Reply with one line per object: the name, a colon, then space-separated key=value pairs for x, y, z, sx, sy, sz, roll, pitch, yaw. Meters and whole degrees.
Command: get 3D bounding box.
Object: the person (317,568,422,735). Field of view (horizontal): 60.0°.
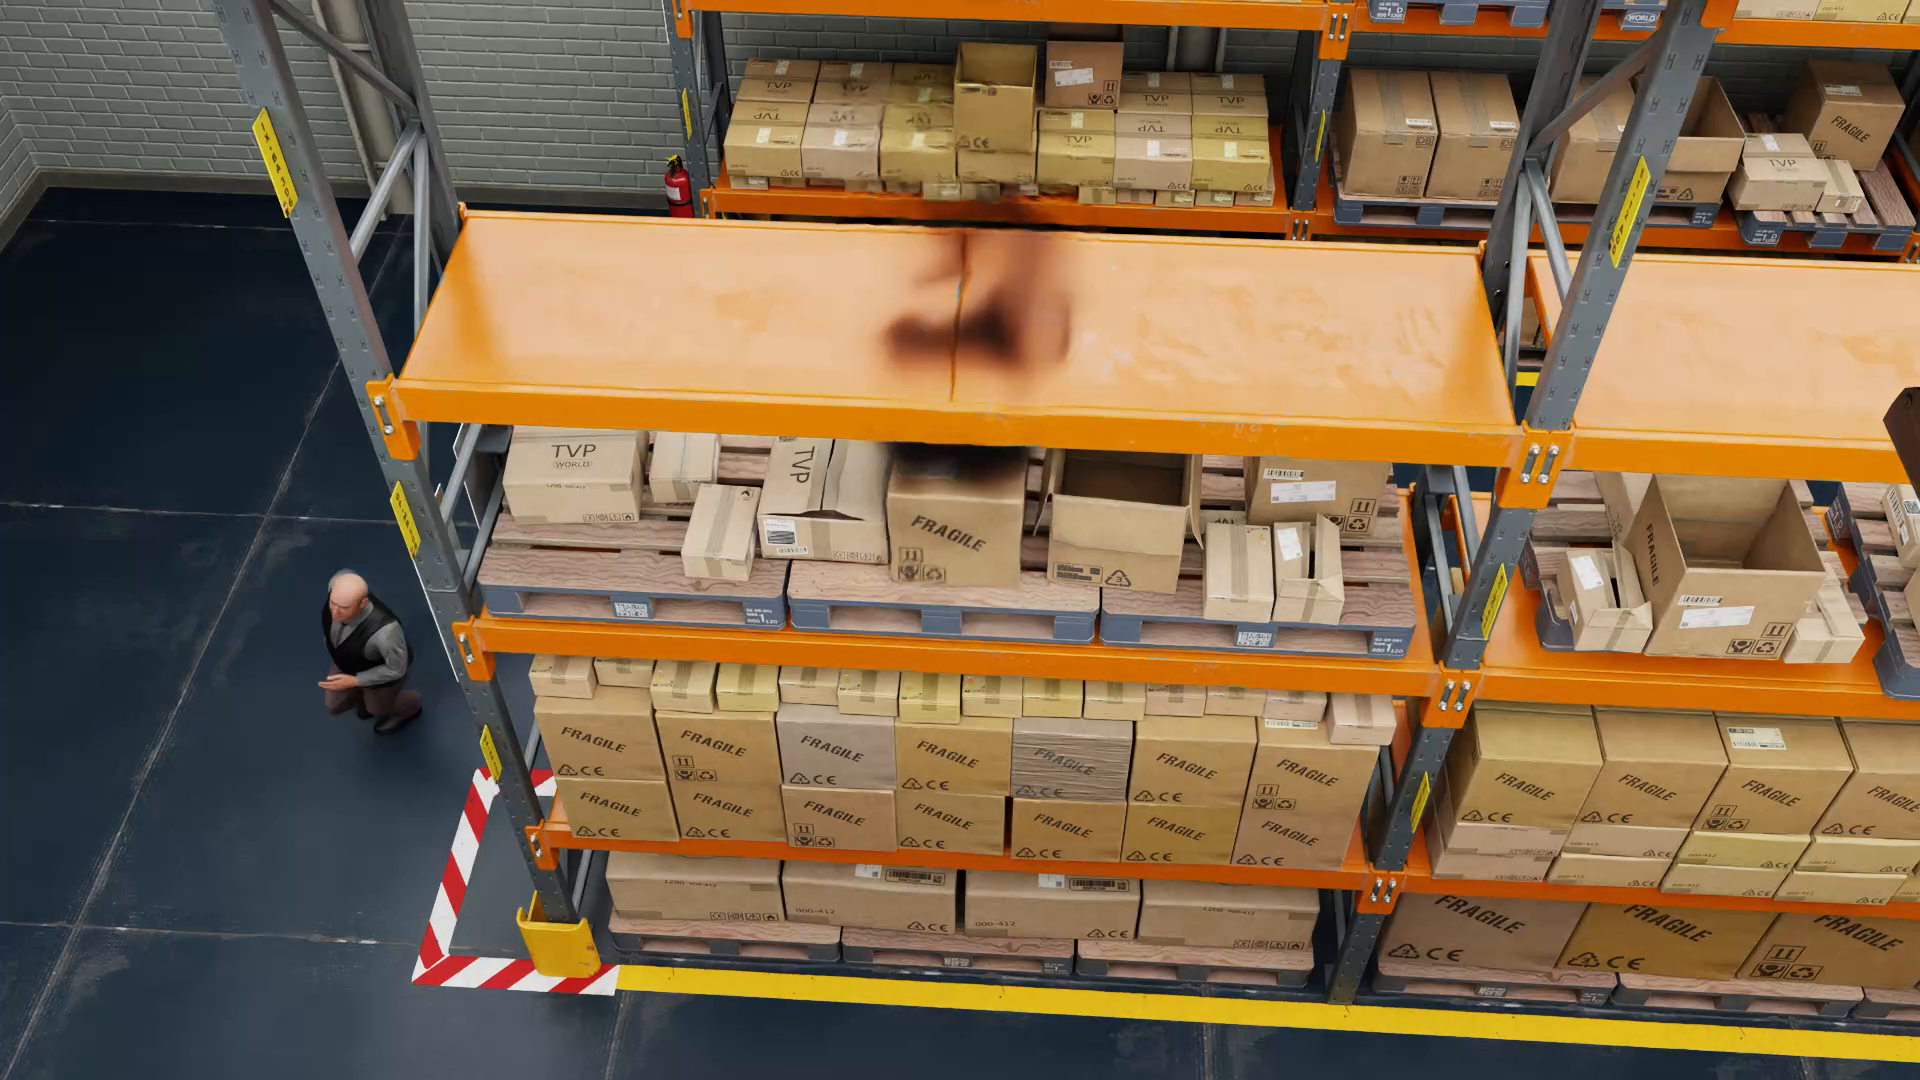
person: x=-3.250 y=0.666 z=9.034 sx=0.804 sy=1.641 sz=0.589 roll=32 pitch=55 yaw=26
